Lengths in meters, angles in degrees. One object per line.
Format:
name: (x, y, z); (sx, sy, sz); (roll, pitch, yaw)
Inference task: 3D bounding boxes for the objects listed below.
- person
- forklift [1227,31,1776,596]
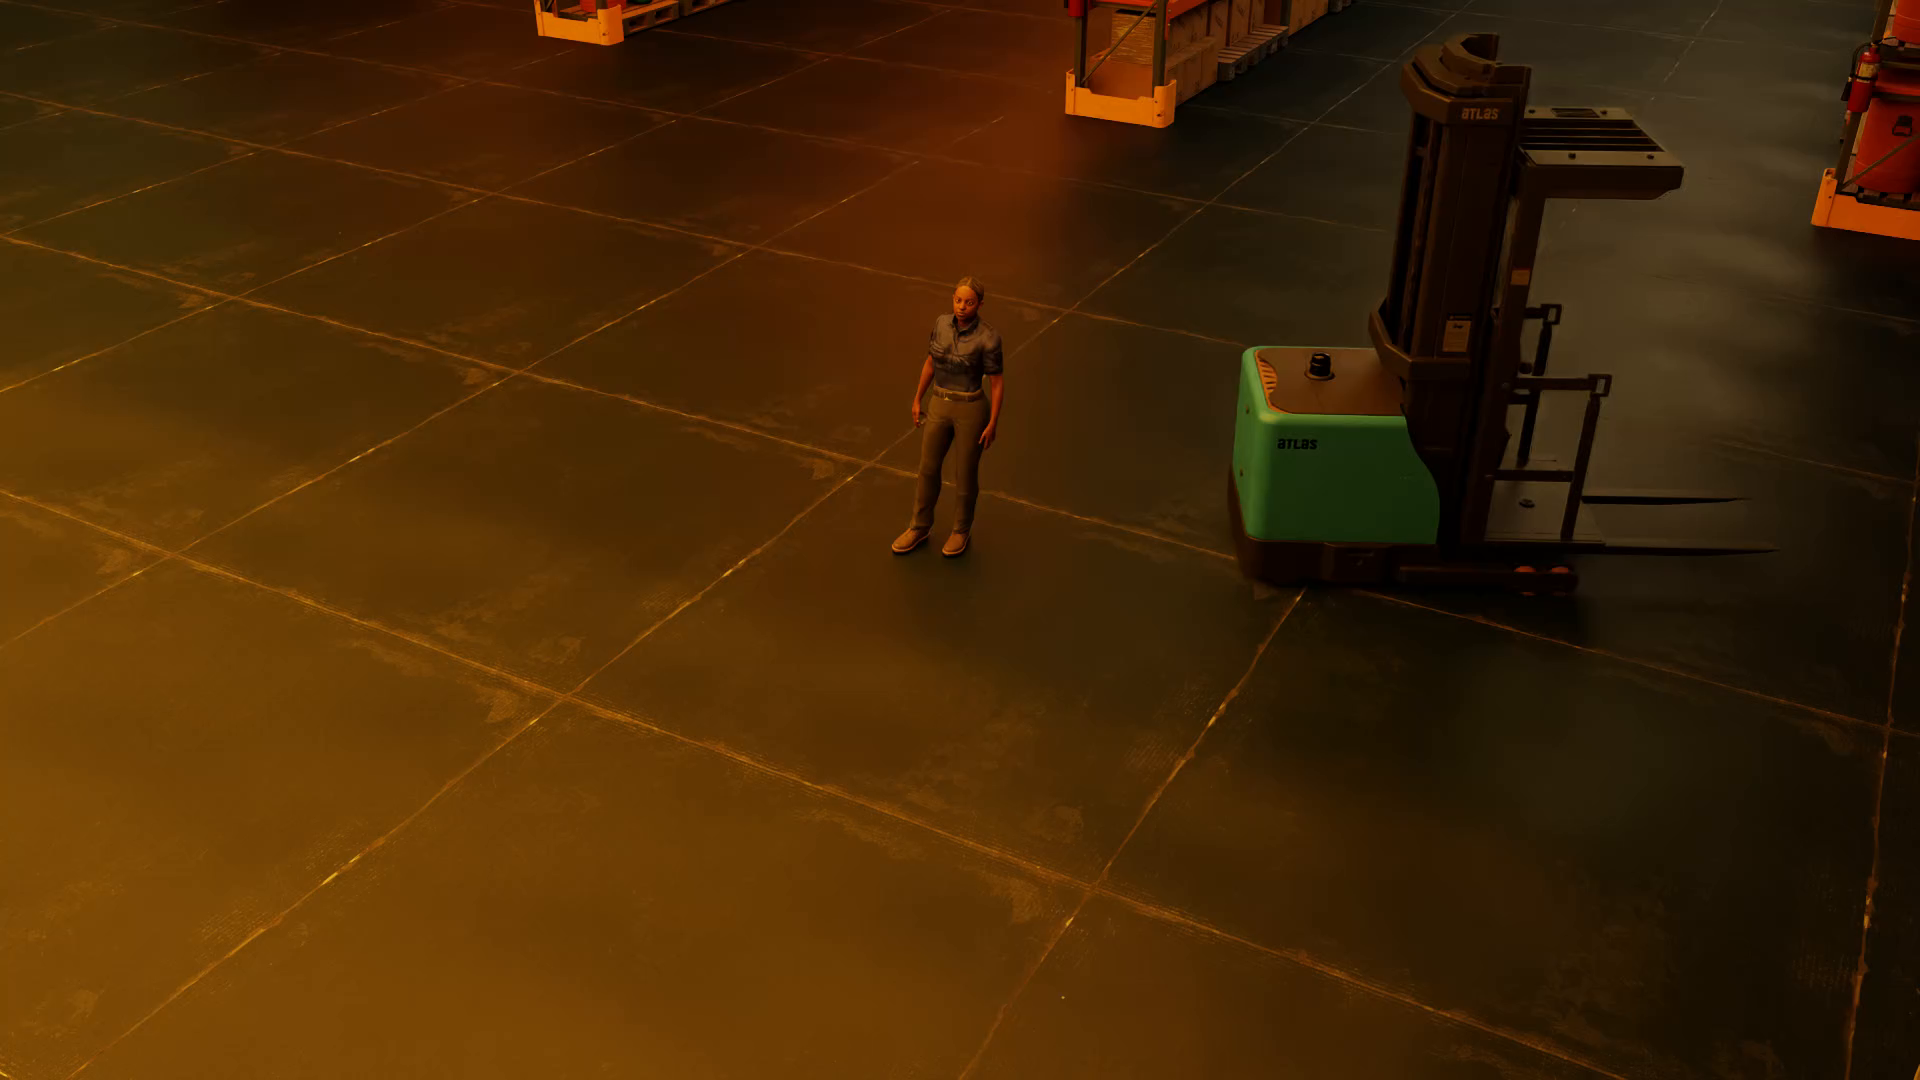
person: (-0.060, -0.689, 9.528); (0.570, 1.654, 0.504); (15, 33, 25)
forklift: (3.149, -1.223, 9.189); (3.031, 2.935, 1.130); (1, 30, 2)
